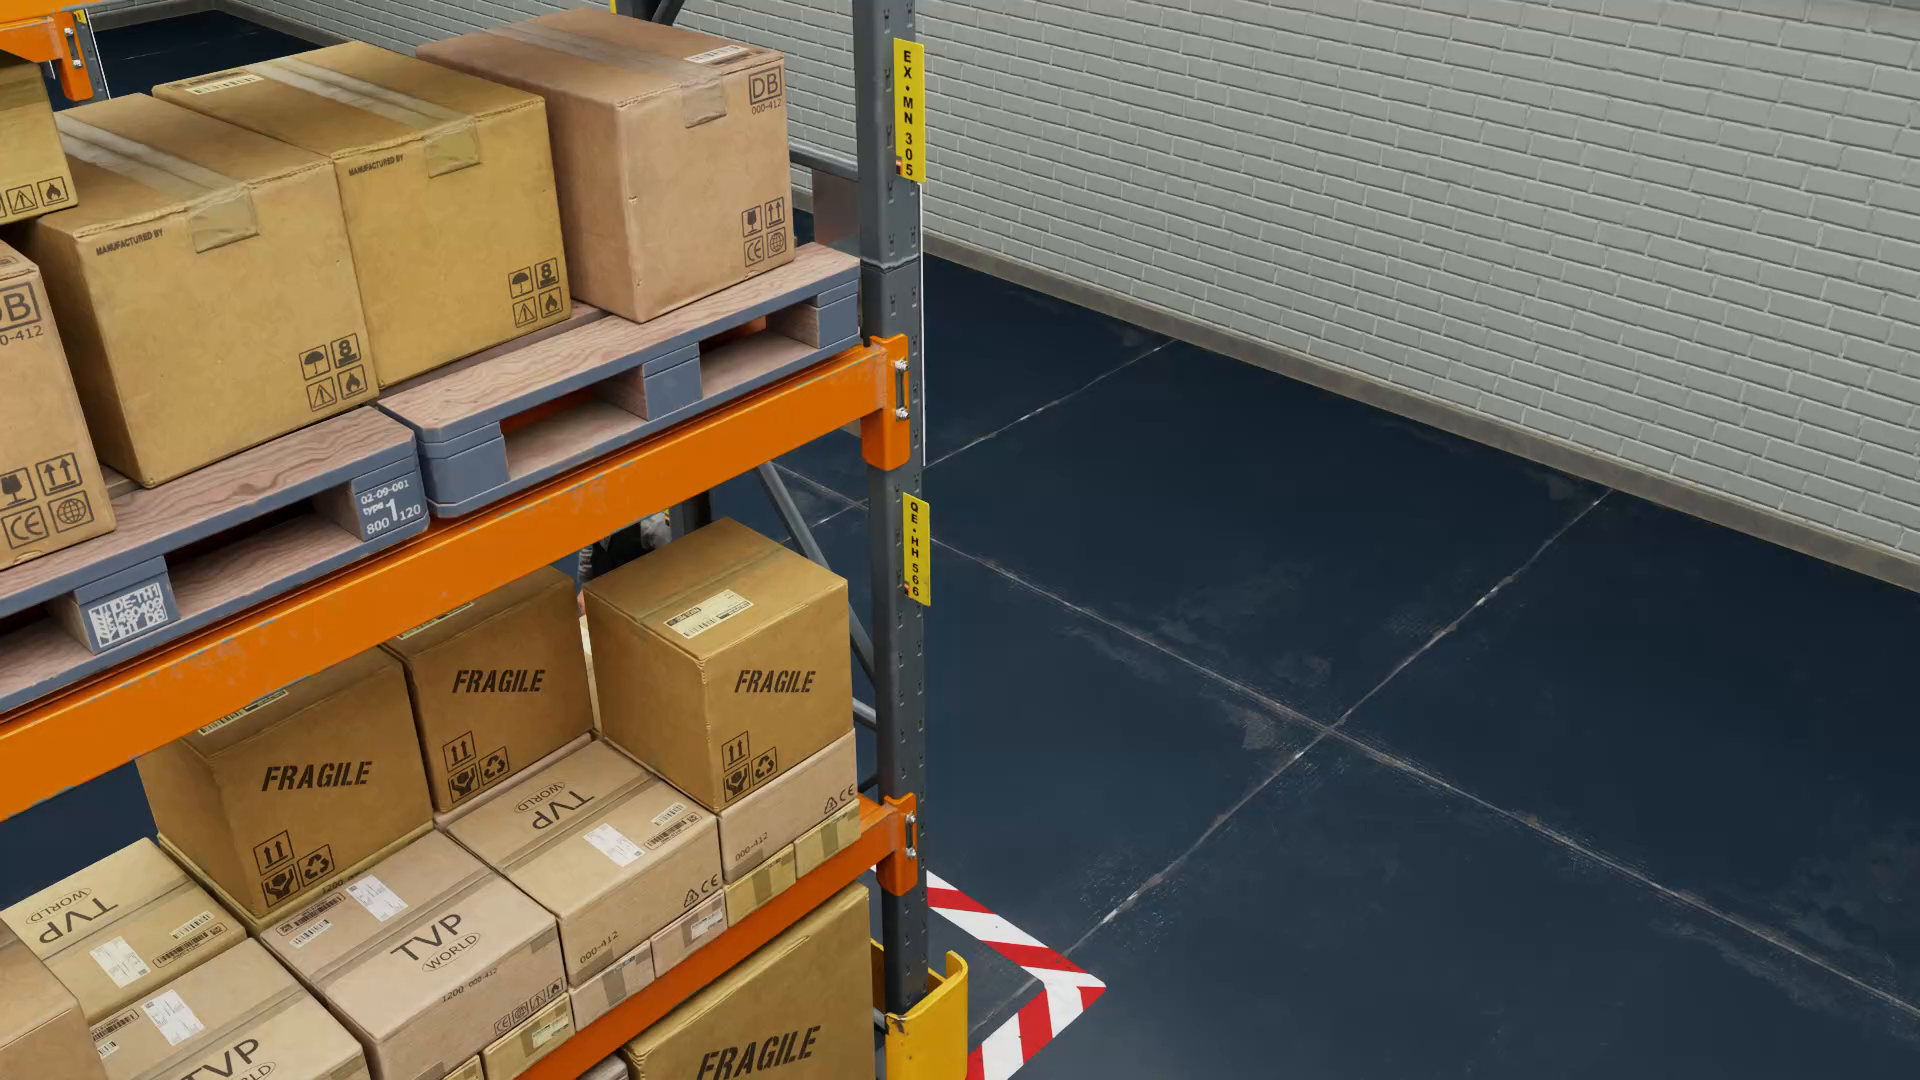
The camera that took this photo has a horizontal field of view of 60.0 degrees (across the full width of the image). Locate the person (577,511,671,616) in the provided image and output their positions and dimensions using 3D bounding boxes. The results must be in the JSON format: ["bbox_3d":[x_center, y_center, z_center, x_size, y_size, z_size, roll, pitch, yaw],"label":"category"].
[{"bbox_3d":[-1.292,0.283,6.689,0.592,1.720,0.421,22,38,32],"label":"person"}]
